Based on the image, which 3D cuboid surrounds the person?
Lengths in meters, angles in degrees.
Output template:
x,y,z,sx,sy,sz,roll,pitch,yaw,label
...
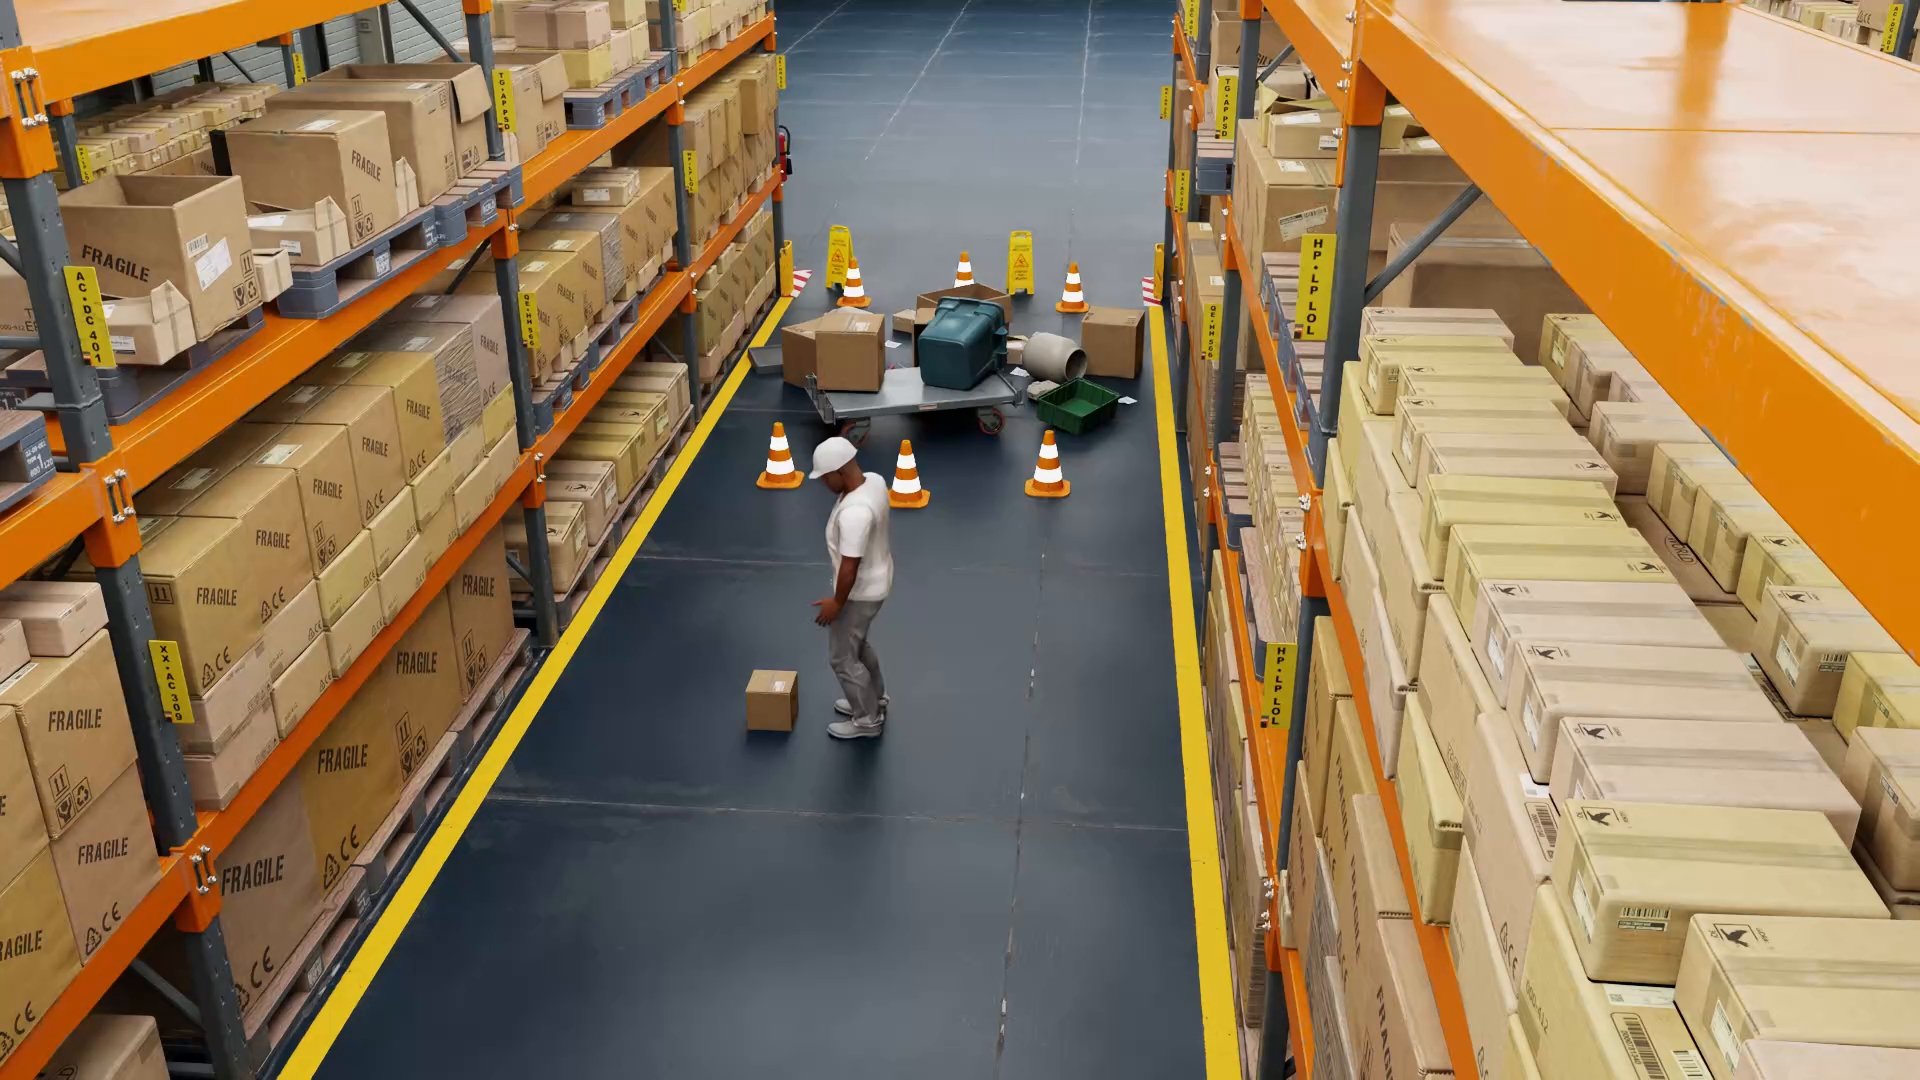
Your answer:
x,y,z,sx,sy,sz,roll,pitch,yaw,label
-0.584,0.260,9.045,0.422,1.732,0.584,2,24,5,person
